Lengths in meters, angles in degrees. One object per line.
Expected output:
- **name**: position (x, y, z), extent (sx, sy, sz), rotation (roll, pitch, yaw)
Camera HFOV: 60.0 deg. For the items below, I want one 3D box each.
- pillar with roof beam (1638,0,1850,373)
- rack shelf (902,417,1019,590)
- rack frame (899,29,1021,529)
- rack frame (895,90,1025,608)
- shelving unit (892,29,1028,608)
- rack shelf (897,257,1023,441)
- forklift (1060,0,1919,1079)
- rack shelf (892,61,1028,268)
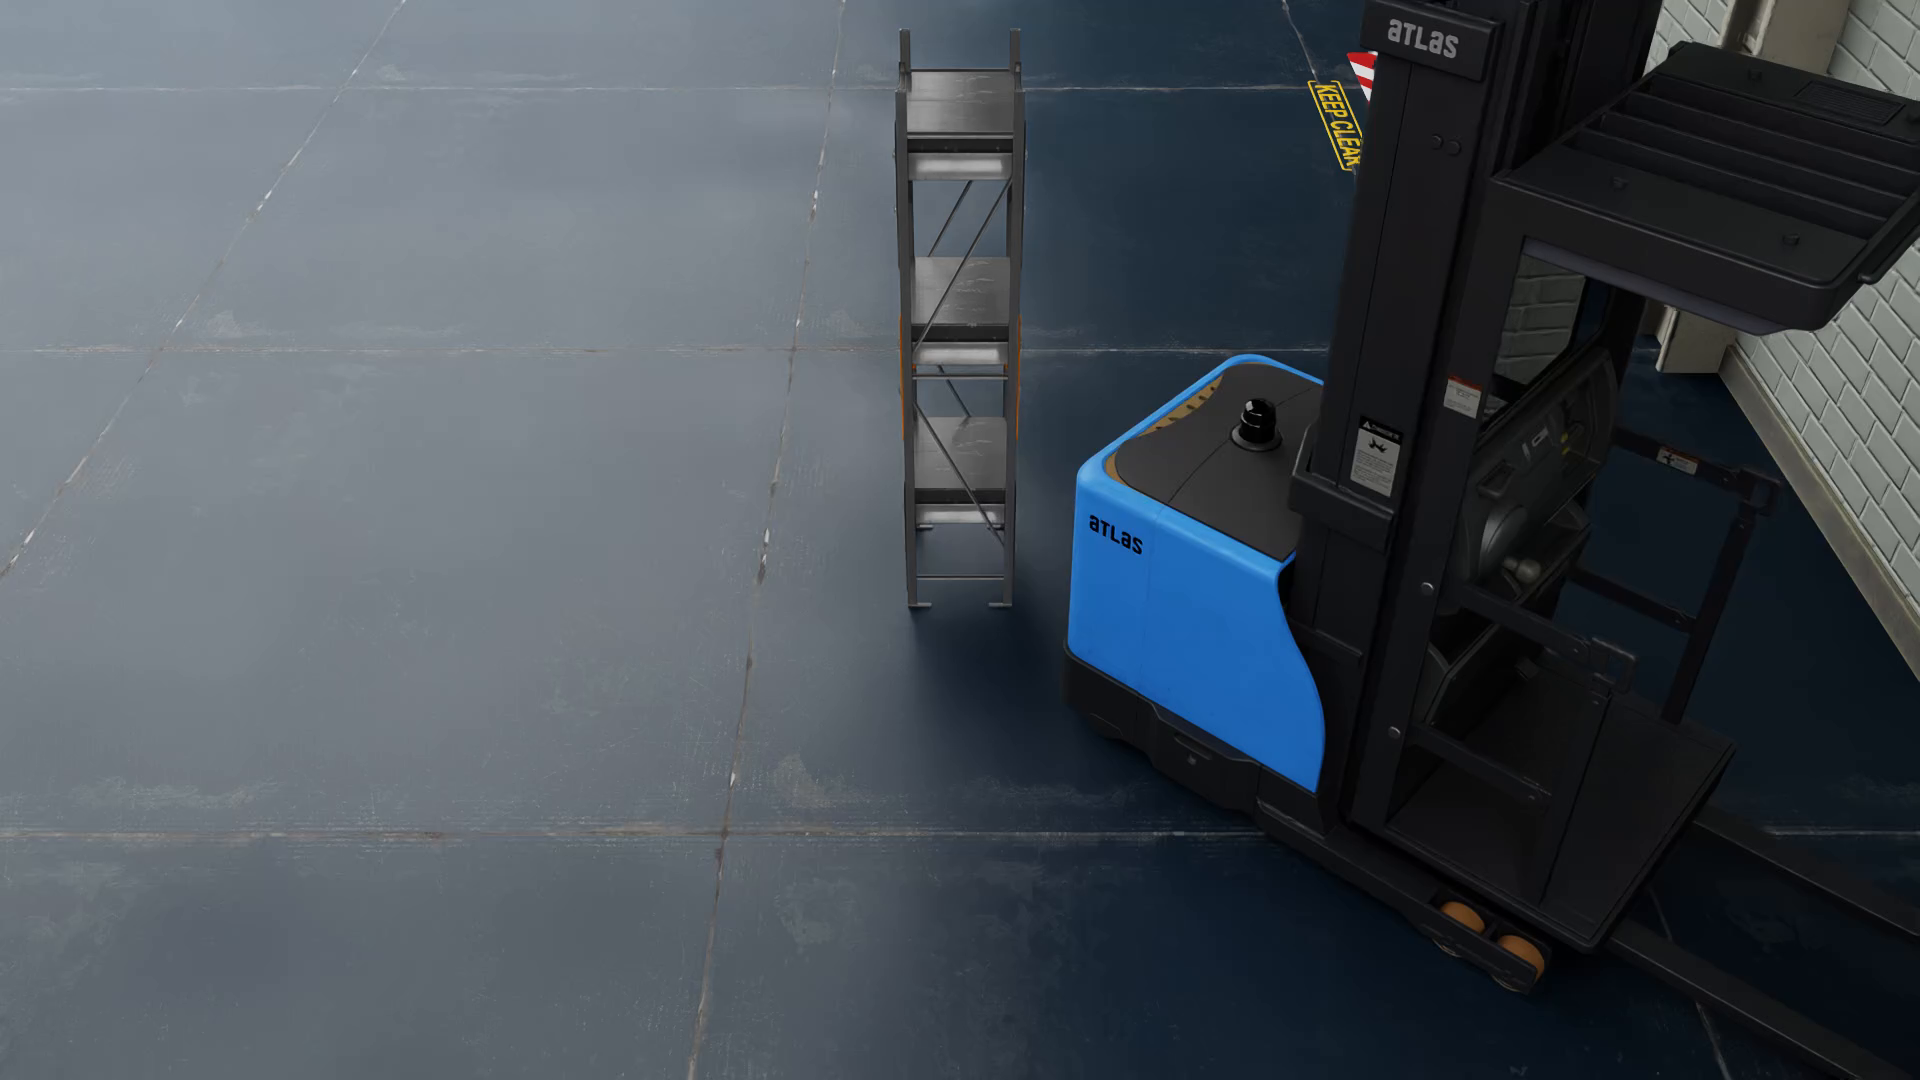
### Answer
- **pillar with roof beam**: position (-0.906, -4.410, 5.057), extent (9.100, 9.000, 0.400), rotation (0, 39, 0)
- **rack shelf**: position (0.000, -0.159, 6.410), extent (0.431, 0.518, 0.480), rotation (0, 39, 0)
- **rack frame**: position (0.000, -0.868, 6.155), extent (0.400, 2.100, 0.015), rotation (0, 39, 0)
- **rack frame**: position (0.000, -0.563, 5.774), extent (0.400, 2.100, 0.015), rotation (0, 39, 0)
- **shelving unit**: position (0.000, -0.716, 5.964), extent (0.431, 2.100, 0.503), rotation (0, 39, 0)
- **rack shelf**: position (0.000, -0.705, 5.973), extent (0.431, 0.518, 0.480), rotation (0, 39, 0)
- **forklift**: position (1.798, -0.153, 4.597), extent (3.031, 2.935, 1.130), rotation (29, 47, 31)
- **rack shelf**: position (0.000, -1.251, 5.535), extent (0.431, 0.518, 0.480), rotation (0, 39, 0)
